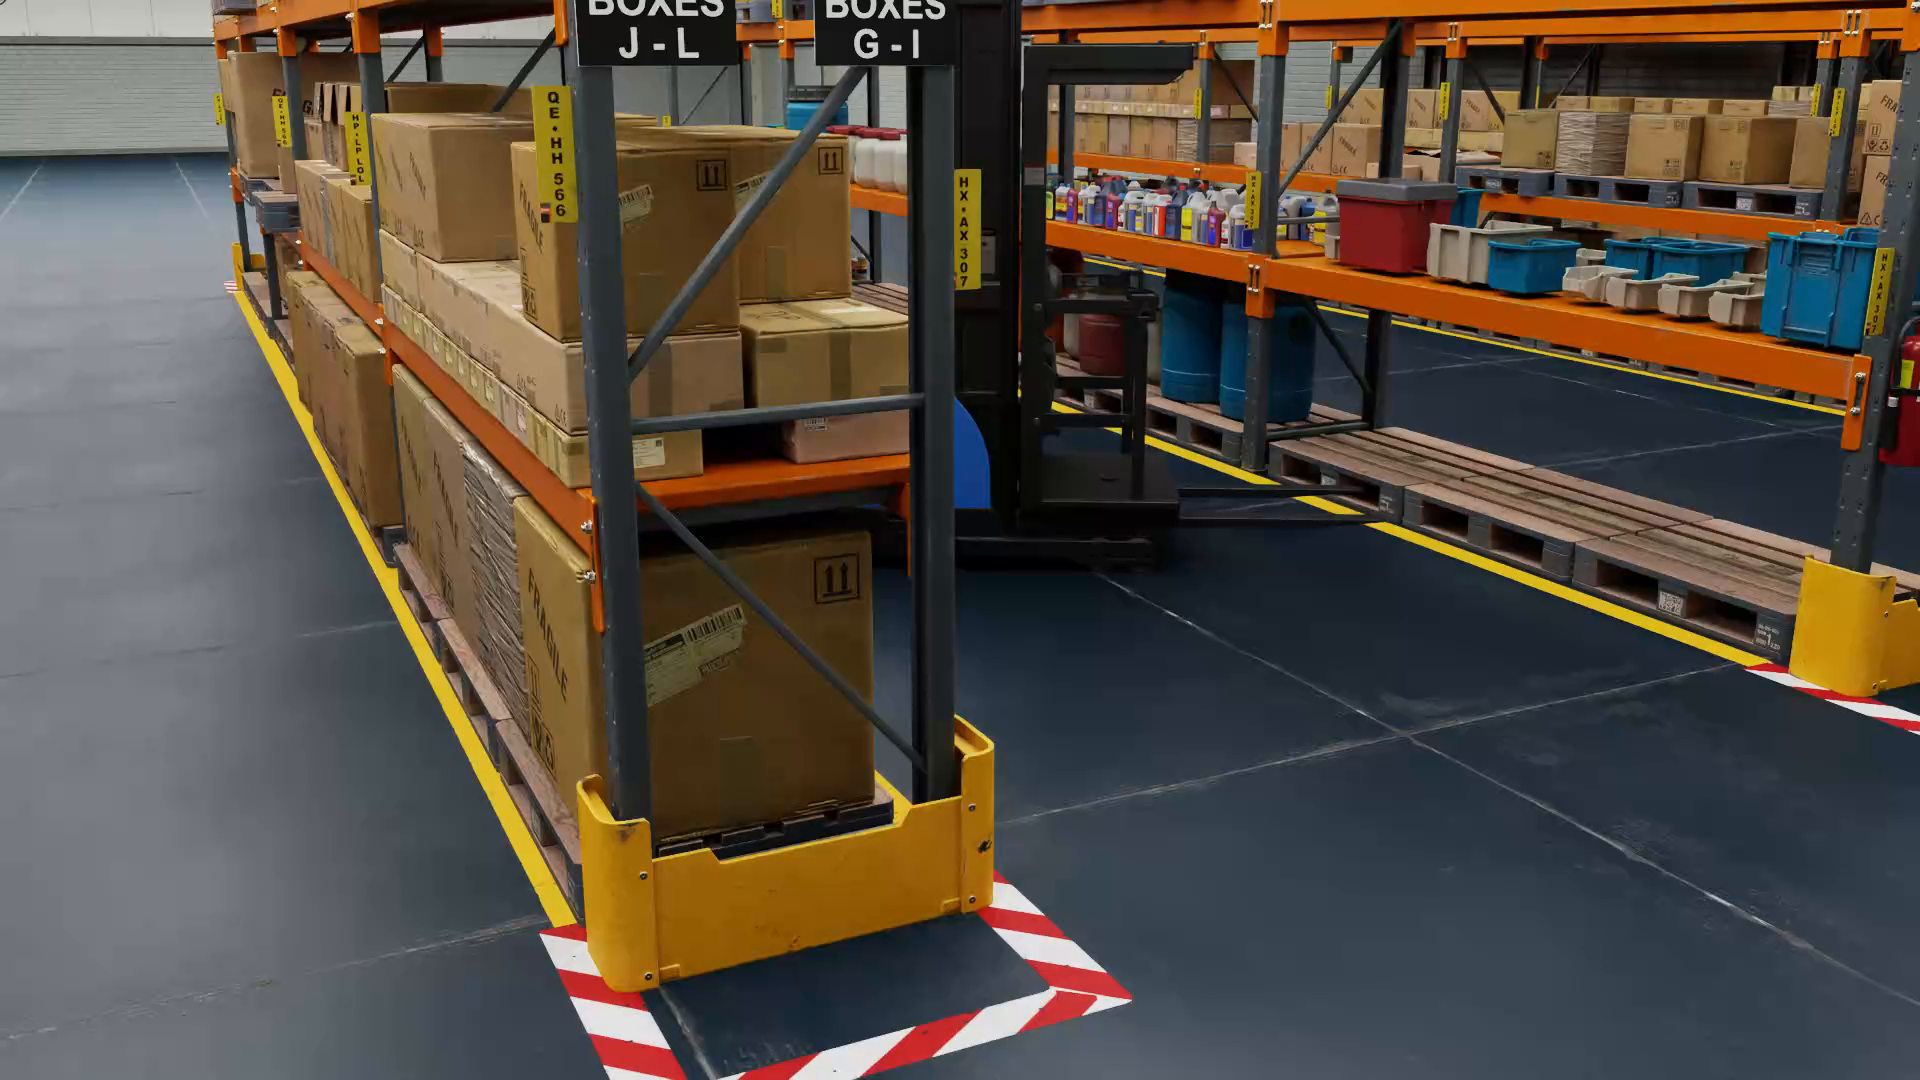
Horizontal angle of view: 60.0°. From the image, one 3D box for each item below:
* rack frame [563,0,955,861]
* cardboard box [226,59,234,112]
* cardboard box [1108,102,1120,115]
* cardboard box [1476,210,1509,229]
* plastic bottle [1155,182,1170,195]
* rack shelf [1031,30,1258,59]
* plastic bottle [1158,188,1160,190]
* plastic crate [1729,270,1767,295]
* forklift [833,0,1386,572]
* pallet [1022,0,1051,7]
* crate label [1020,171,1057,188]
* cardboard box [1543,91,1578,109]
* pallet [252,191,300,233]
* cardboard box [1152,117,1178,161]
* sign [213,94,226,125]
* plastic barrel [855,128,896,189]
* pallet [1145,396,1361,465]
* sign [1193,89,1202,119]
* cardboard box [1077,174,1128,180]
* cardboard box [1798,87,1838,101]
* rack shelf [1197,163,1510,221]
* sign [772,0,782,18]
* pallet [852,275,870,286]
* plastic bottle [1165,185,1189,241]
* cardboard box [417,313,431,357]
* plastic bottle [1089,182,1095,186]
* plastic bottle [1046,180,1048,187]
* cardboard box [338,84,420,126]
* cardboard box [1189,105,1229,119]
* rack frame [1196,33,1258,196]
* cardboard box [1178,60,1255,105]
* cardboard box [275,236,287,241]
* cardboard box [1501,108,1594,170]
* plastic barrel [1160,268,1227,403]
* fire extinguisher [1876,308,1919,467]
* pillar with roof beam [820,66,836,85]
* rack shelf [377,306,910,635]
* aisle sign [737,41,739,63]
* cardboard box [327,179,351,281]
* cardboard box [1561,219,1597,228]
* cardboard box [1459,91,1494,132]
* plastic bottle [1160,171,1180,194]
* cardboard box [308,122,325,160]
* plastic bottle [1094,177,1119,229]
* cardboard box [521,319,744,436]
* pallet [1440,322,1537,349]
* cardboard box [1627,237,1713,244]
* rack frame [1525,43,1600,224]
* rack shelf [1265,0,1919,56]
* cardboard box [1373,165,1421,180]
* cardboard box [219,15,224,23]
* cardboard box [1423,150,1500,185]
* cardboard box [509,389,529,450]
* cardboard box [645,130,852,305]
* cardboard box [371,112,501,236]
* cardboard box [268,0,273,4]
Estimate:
[{"bbox_3d":[-0.490,-0.331,4.468,1.000,3.000,0.127,-8,18,-25],"label":"rack frame"},{"bbox_3d":[-6.846,-4.429,16.214,0.500,0.500,0.500,-8,18,-25],"label":"cardboard box"},{"bbox_3d":[2.058,-5.350,20.599,0.380,0.149,0.250,-7,18,-24],"label":"cardboard box"},{"bbox_3d":[7.121,-4.365,22.258,0.500,0.500,0.500,-9,18,-29],"label":"cardboard box"},{"bbox_3d":[1.471,-2.462,12.104,0.061,0.283,0.133,-8,18,-25],"label":"plastic bottle"},{"bbox_3d":[2.284,-6.095,20.418,1.077,0.370,4.000,-8,18,-25],"label":"rack shelf"},{"bbox_3d":[1.519,-2.525,12.324,0.061,0.283,0.133,-8,18,-25],"label":"plastic bottle"},{"bbox_3d":[3.787,-1.191,7.831,0.250,0.136,0.298,-8,18,-25],"label":"plastic crate"},{"bbox_3d":[0.624,-1.401,8.320,3.031,2.935,1.130,1,16,2],"label":"forklift"},{"bbox_3d":[0.705,-4.063,12.376,1.003,0.211,1.213,-8,18,-25],"label":"pallet"},{"bbox_3d":[0.610,-2.983,14.011,0.303,0.233,0.416,-8,18,-25],"label":"crate label"},{"bbox_3d":[7.593,-5.542,21.502,0.500,0.500,0.500,-8,18,-26],"label":"cardboard box"},{"bbox_3d":[-4.402,-2.387,11.977,1.213,0.211,1.003,-8,18,-25],"label":"pallet"},{"bbox_3d":[2.723,-4.790,19.825,0.700,0.500,0.500,-8,18,-25],"label":"cardboard box"},{"bbox_3d":[-7.987,-4.649,17.944,0.100,0.325,0.005,-8,18,-25],"label":"sign"},{"bbox_3d":[-0.751,-3.525,15.350,0.433,0.535,0.433,0,16,0],"label":"plastic barrel"},{"bbox_3d":[1.910,-0.778,11.078,1.003,0.211,1.213,-8,18,-25],"label":"pallet"},{"bbox_3d":[2.662,-4.890,18.639,0.100,0.325,0.005,-8,18,-25],"label":"sign"},{"bbox_3d":[1.910,-4.639,22.341,0.500,0.500,0.500,-8,18,-25],"label":"cardboard box"},{"bbox_3d":[9.185,-4.764,17.759,0.380,0.149,0.250,-10,19,-32],"label":"cardboard box"},{"bbox_3d":[4.036,-3.661,17.376,1.077,0.370,4.000,-8,18,-25],"label":"rack shelf"},{"bbox_3d":[-1.794,-5.288,16.285,0.100,0.325,0.005,-8,18,-25],"label":"sign"},{"bbox_3d":[-1.551,-2.737,17.904,1.003,0.211,1.213,-8,18,-25],"label":"pallet"},{"bbox_3d":[1.432,-2.132,10.832,0.144,0.351,0.185,-8,18,-25],"label":"plastic bottle"},{"bbox_3d":[-1.951,-0.830,6.661,0.380,0.149,0.250,-8,18,-26],"label":"cardboard box"},{"bbox_3d":[1.053,-2.739,13.216,0.097,0.201,0.097,0,16,0],"label":"plastic bottle"},{"bbox_3d":[0.640,-2.566,12.488,0.097,0.271,0.097,0,16,0],"label":"plastic bottle"},{"bbox_3d":[-3.106,-2.335,9.448,0.797,0.503,0.637,-7,17,-23],"label":"cardboard box"},{"bbox_3d":[2.848,-4.904,19.046,0.380,0.149,0.250,-8,18,-25],"label":"cardboard box"},{"bbox_3d":[3.160,-4.503,19.005,1.000,3.000,0.127,-8,18,-25],"label":"rack frame"},{"bbox_3d":[2.960,-5.284,19.193,0.700,0.500,0.500,-8,18,-25],"label":"cardboard box"},{"bbox_3d":[-6.691,-2.841,16.982,0.500,0.500,0.500,-6,17,-20],"label":"cardboard box"},{"bbox_3d":[5.289,-3.619,14.980,0.500,0.500,0.700,15,22,42],"label":"cardboard box"},{"bbox_3d":[1.677,-1.428,11.330,0.600,0.901,0.708,-8,18,-25],"label":"plastic barrel"},{"bbox_3d":[3.620,-0.621,6.294,0.296,0.674,0.183,-8,18,-25],"label":"fire extinguisher"},{"bbox_3d":[-7.441,-14.340,42.406,9.100,9.000,0.400,-8,18,-25],"label":"pillar with roof beam"},{"bbox_3d":[-1.366,-0.482,6.295,1.077,0.370,4.000,-8,18,-25],"label":"rack shelf"},{"bbox_3d":[-2.811,-6.201,20.207,0.394,0.787,0.004,-8,18,-25],"label":"aisle sign"},{"bbox_3d":[-3.138,-1.707,9.078,0.500,0.500,0.500,-8,18,-26],"label":"cardboard box"},{"bbox_3d":[7.949,-3.932,20.749,0.700,0.500,0.500,-7,17,-23],"label":"cardboard box"},{"bbox_3d":[6.902,-5.604,21.715,0.500,0.500,0.500,-8,18,-25],"label":"cardboard box"},{"bbox_3d":[1.552,-2.513,12.160,0.144,0.351,0.185,-8,18,-25],"label":"plastic bottle"},{"bbox_3d":[-4.267,-2.694,11.758,0.500,0.500,0.500,-10,19,-32],"label":"cardboard box"},{"bbox_3d":[1.031,-2.360,11.625,0.144,0.351,0.185,-8,18,-25],"label":"plastic bottle"},{"bbox_3d":[-0.941,-0.490,4.754,0.500,0.250,0.500,-8,18,-26],"label":"cardboard box"},{"bbox_3d":[5.205,-1.981,15.272,1.003,0.211,1.213,-8,18,-25],"label":"pallet"},{"bbox_3d":[6.013,-2.412,14.091,0.500,0.250,0.500,-8,18,-26],"label":"cardboard box"},{"bbox_3d":[7.611,-5.103,21.094,1.000,3.000,0.127,-8,18,-25],"label":"rack frame"},{"bbox_3d":[3.086,-2.522,7.967,1.077,0.370,4.000,-8,18,-25],"label":"rack shelf"},{"bbox_3d":[4.270,-3.580,16.244,0.380,0.149,0.250,-8,18,-25],"label":"cardboard box"},{"bbox_3d":[-7.076,-5.267,16.502,0.500,0.250,0.500,-8,18,-25],"label":"cardboard box"},{"bbox_3d":[4.792,-3.564,15.893,0.500,0.311,0.500,-6,17,-21],"label":"cardboard box"},{"bbox_3d":[-1.167,-0.386,5.114,0.380,0.149,0.250,-8,18,-25],"label":"cardboard box"},{"bbox_3d":[-0.676,-1.038,5.304,0.500,0.500,0.500,-8,18,-26],"label":"cardboard box"},{"bbox_3d":[-2.262,-1.605,7.279,0.500,0.500,0.500,-8,18,-25],"label":"cardboard box"},{"bbox_3d":[-4.423,-3.773,11.294,0.500,0.250,0.500,-8,18,-25],"label":"cardboard box"}]
